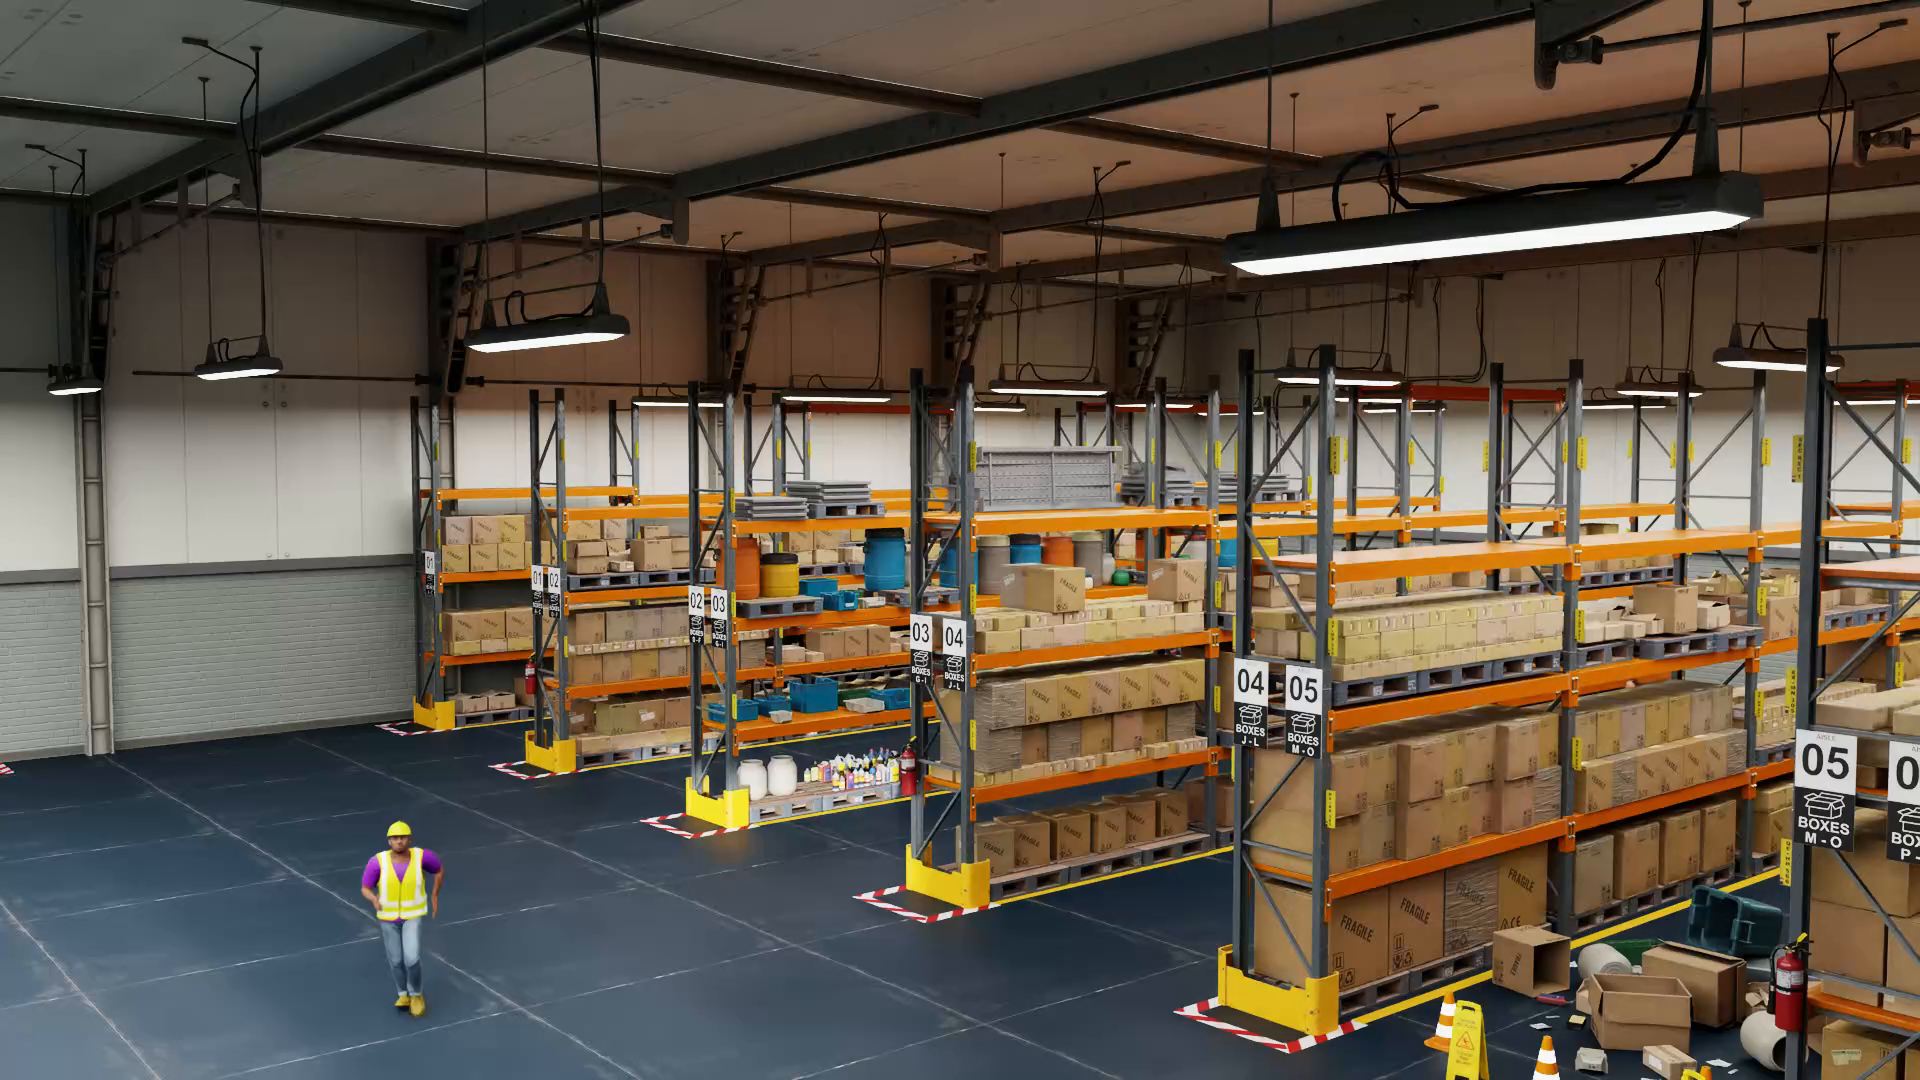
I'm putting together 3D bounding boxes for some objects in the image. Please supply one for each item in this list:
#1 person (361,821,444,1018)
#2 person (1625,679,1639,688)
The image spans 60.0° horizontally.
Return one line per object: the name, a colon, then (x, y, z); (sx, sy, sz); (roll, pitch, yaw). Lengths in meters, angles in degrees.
person: (-5.022, 3.407, 14.949); (0.684, 1.767, 0.696); (-1, 3, -10)
person: (10.056, 2.892, 24.920); (0.721, 1.636, 0.580); (-3, 4, -41)
